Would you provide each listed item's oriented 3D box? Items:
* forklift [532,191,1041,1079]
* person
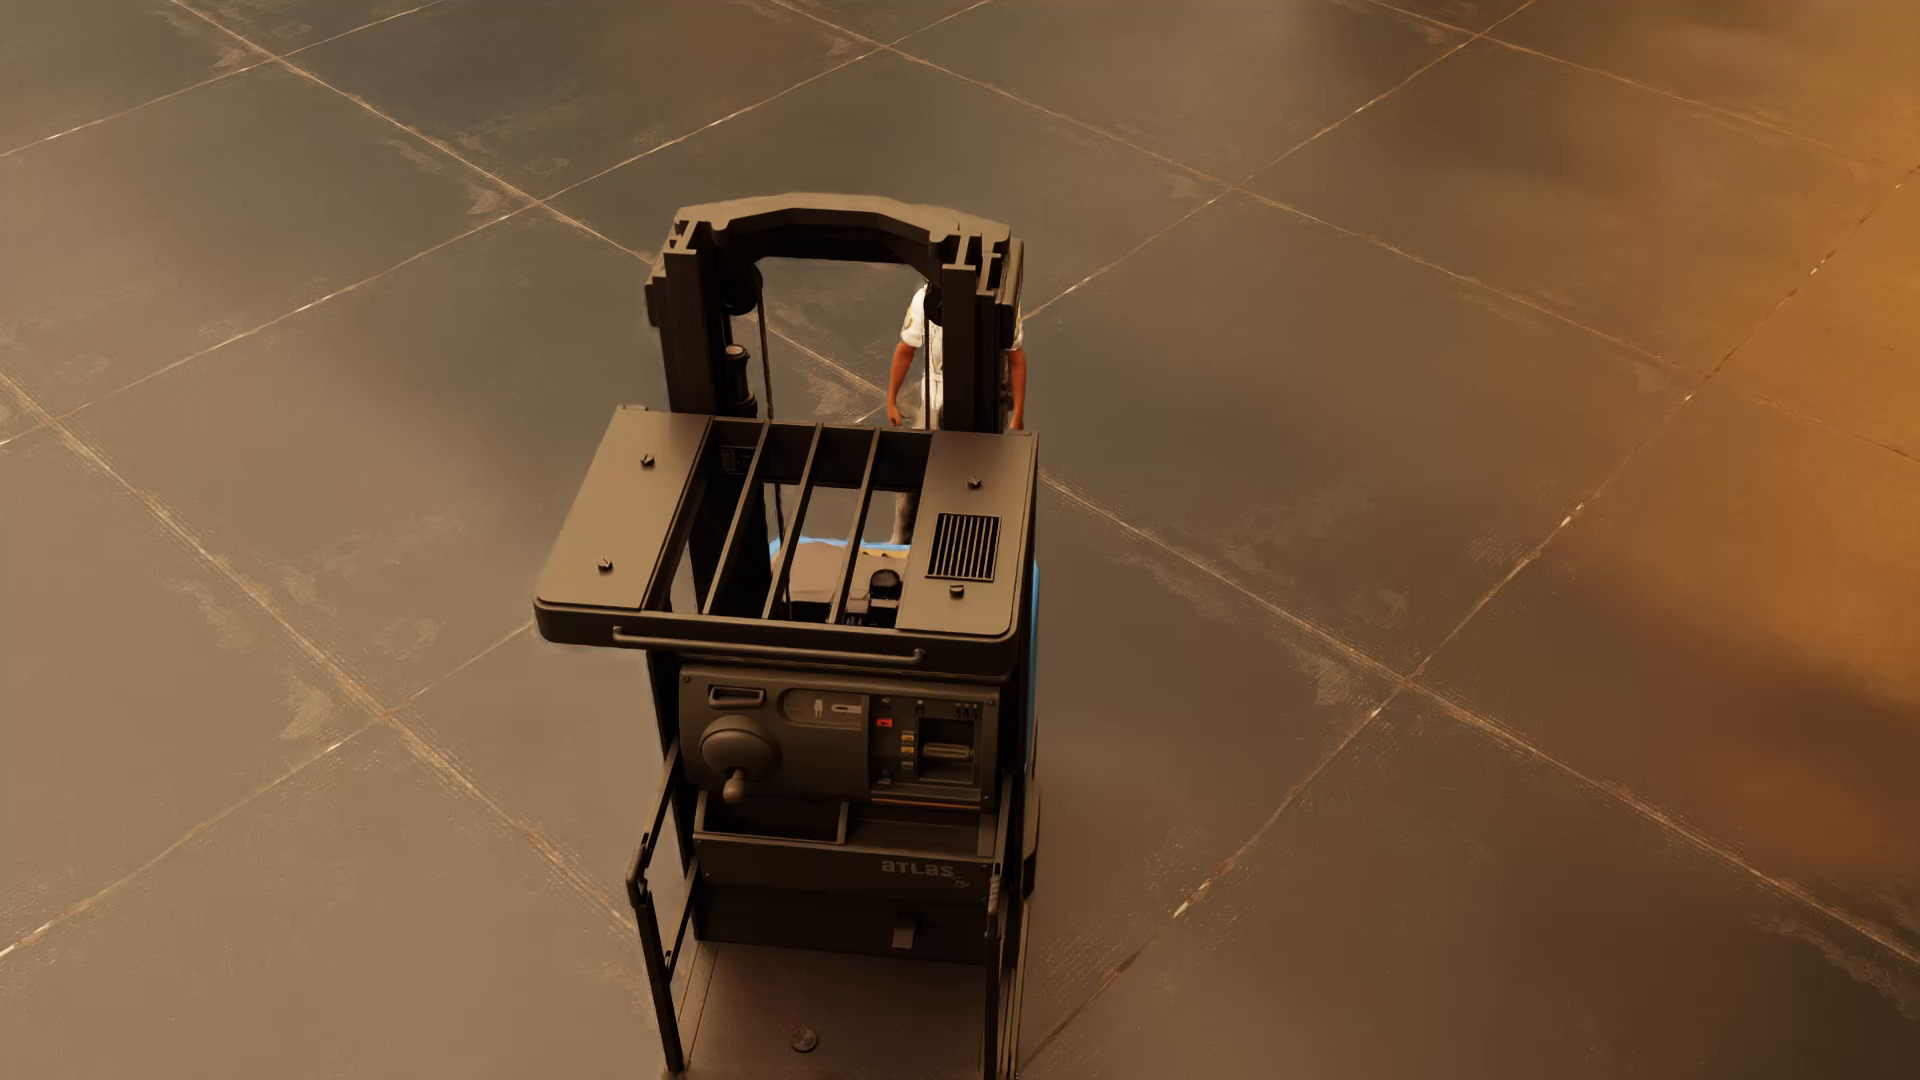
[{"bbox_3d":[-0.372,0.666,4.652,1.130,2.935,3.031,4,41,5],"label":"forklift"},{"bbox_3d":[-0.043,-0.569,7.084,0.662,1.670,0.438,7,41,8],"label":"person"}]
